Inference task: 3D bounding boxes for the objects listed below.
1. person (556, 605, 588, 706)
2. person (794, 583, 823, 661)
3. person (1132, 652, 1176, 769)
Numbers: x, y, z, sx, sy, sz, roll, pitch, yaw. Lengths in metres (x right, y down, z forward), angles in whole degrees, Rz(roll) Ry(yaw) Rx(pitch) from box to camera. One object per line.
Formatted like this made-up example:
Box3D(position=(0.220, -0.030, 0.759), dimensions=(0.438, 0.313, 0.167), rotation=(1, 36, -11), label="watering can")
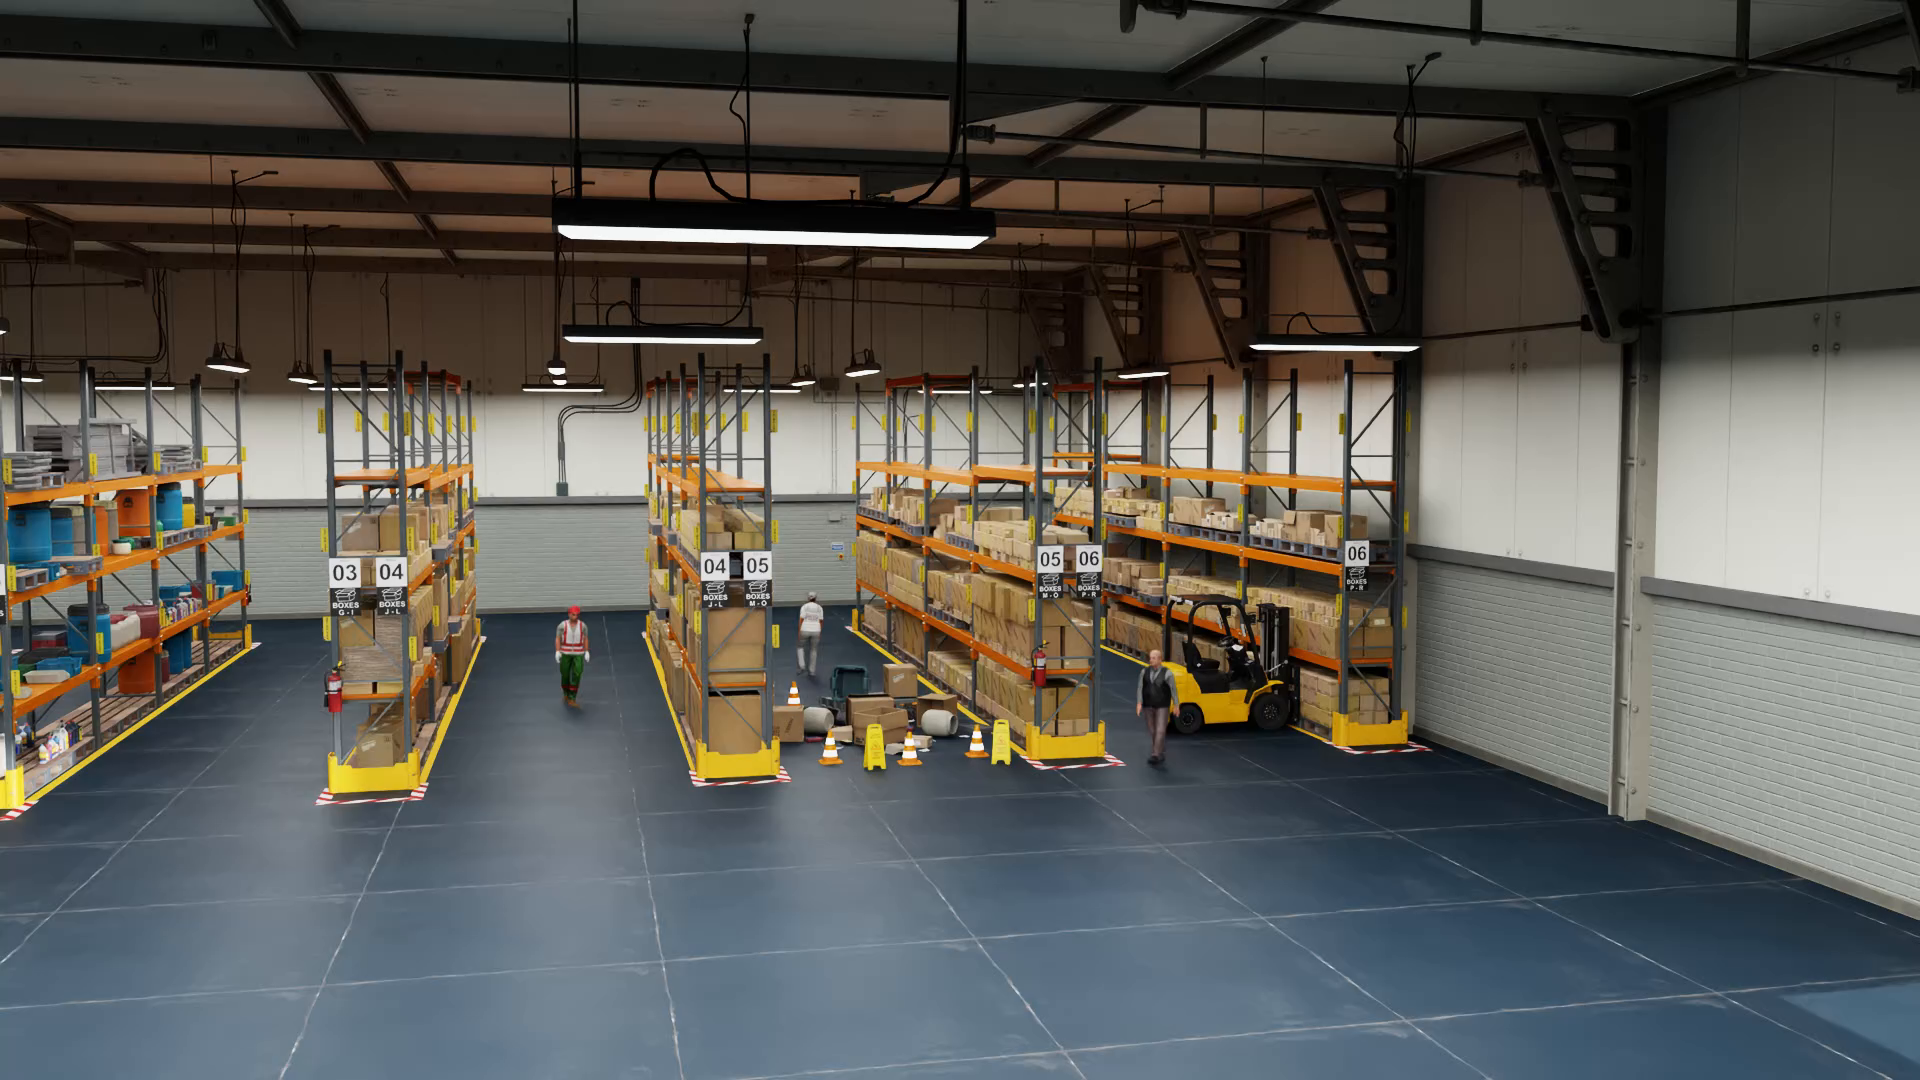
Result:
Box3D(position=(-6.927, 2.061, 29.748), dimensions=(0.636, 1.793, 0.556), rotation=(-3, 5, -40), label="person")
Box3D(position=(-3.037, 1.649, 33.151), dimensions=(0.641, 1.588, 0.479), rotation=(1, 4, 9), label="person")
Box3D(position=(2.827, 2.483, 24.382), dimensions=(1.033, 1.671, 0.557), rotation=(-3, 5, -36), label="person")
